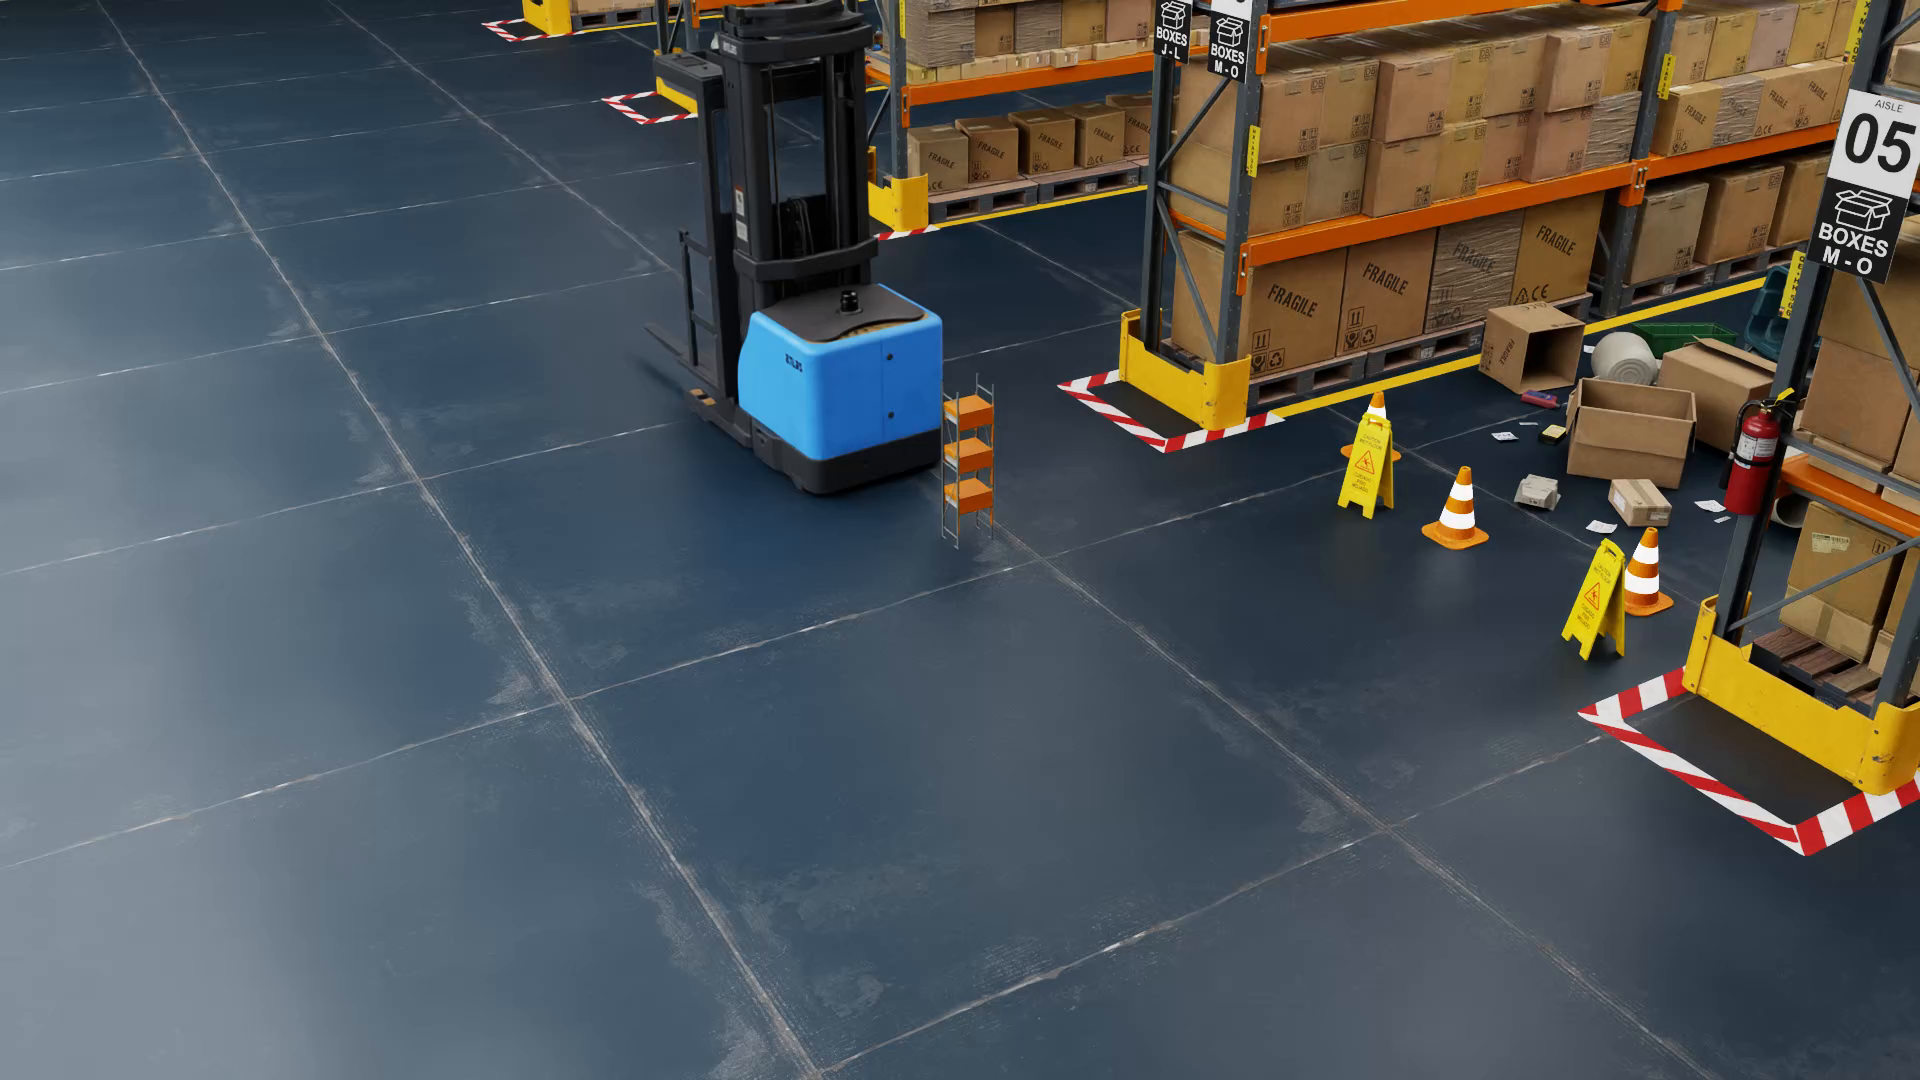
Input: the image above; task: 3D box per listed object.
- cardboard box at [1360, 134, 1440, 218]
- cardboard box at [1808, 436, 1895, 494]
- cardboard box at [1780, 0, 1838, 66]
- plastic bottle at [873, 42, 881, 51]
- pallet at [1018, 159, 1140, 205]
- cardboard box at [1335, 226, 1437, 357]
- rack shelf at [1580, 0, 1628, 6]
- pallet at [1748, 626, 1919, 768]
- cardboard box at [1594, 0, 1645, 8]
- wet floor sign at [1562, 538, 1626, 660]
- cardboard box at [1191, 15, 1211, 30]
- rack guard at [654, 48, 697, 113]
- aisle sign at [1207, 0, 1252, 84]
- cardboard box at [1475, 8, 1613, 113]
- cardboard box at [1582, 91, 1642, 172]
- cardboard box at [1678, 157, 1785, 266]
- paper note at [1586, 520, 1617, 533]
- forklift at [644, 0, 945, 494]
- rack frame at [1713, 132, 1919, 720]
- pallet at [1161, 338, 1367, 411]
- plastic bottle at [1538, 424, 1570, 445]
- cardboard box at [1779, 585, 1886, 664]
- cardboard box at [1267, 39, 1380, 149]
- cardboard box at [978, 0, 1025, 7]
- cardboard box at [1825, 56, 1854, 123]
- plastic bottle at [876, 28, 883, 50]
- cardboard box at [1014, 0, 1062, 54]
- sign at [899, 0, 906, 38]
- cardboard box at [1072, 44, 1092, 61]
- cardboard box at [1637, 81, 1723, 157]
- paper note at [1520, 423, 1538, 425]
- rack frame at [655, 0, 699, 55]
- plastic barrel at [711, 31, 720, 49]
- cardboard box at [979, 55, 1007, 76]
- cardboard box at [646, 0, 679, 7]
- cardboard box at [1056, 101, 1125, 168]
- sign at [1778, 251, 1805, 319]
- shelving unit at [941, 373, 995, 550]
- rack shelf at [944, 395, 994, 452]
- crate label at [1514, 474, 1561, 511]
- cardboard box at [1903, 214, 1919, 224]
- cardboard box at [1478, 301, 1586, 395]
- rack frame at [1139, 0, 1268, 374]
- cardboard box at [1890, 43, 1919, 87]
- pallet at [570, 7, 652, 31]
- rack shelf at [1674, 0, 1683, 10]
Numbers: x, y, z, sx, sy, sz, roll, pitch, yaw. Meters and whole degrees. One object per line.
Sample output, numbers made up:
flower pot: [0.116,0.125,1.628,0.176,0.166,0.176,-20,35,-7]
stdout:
cardboard box: [2.947,-2.765,12.099,0.550,0.550,0.875,-16,33,-26]
cardboard box: [4.450,-0.395,8.219,0.250,0.149,0.380,-15,32,-25]
cardboard box: [6.829,-4.319,13.932,0.500,0.500,0.700,-16,33,-27]
plastic bottle: [-1.017,-5.986,20.458,0.097,0.271,0.097,0,29,0]
pallet: [1.050,-3.731,16.890,1.213,0.211,1.003,-16,33,-26]
cardboard box: [2.950,-2.025,12.677,0.875,0.875,0.875,-16,33,-27]
rack shelf: [7.837,-6.585,19.921,4.000,0.370,1.077,-16,33,-26]
pallet: [5.020,0.694,8.872,1.213,0.211,1.003,-16,33,-26]
cardboard box: [7.490,-6.039,19.952,0.875,0.875,1.225,-16,33,-26]
wet floor sign: [3.530,0.308,9.123,0.232,0.644,0.267,-5,29,-9]
cardboard box: [2.244,-5.521,16.837,0.500,0.500,0.875,-16,33,-26]
rack guard: [-3.252,-5.459,19.723,0.348,0.500,1.175,-16,33,-26]
aisle sign: [1.732,-3.357,10.636,0.004,0.787,0.394,-16,33,-26]
cardboard box: [4.339,-3.620,12.530,0.550,0.550,0.875,-16,33,-26]
cardboard box: [4.777,-3.311,13.088,0.550,0.550,0.875,-16,33,-26]
cardboard box: [6.413,-2.963,14.507,0.750,0.750,1.050,-16,33,-26]
paper note: [4.042,-0.085,10.470,0.148,0.019,0.142,22,36,34]
forklift: [-1.336,-2.245,11.383,1.130,2.935,3.031,-18,34,-29]
rack frame: [4.236,-0.324,7.831,0.127,3.000,1.000,-16,33,-26]
pallet: [2.291,-1.369,12.610,1.213,0.211,1.003,-16,33,-26]
plastic bottle: [4.165,-0.748,11.641,0.133,0.061,0.283,22,36,34]
cardboard box: [4.817,0.380,8.966,0.500,0.250,0.500,-16,33,-27]
cardboard box: [2.408,-3.147,11.674,0.550,0.550,0.875,-16,33,-26]
cardboard box: [0.262,-5.205,15.228,0.500,0.500,0.500,-16,33,-26]
cardboard box: [7.424,-3.897,14.202,0.500,0.500,0.500,-16,33,-27]
plastic bottle: [-1.022,-6.370,21.155,0.097,0.271,0.097,0,29,0]
cardboard box: [0.526,-5.026,15.940,0.500,0.500,0.875,-16,33,-26]
sign: [-0.510,-4.605,14.693,0.005,0.325,0.100,-16,33,-26]
cardboard box: [1.072,-4.756,16.122,0.250,0.149,0.380,-16,33,-26]
cardboard box: [5.679,-3.401,13.303,0.500,0.500,0.500,-15,32,-26]
paper note: [4.049,-0.828,11.838,0.123,0.001,0.032,0,29,0]
rack frame: [-3.294,-6.516,19.050,0.127,3.000,1.000,-16,33,-26]
plastic barrel: [-2.765,-5.803,19.899,0.421,0.512,0.421,0,29,0]
cardboard box: [0.235,-4.491,15.641,0.250,0.149,0.380,-16,33,-26]
cardboard box: [-4.365,-7.845,23.870,0.500,0.250,0.500,-16,33,-26]
cardboard box: [1.313,-4.112,16.846,0.500,0.500,0.500,-19,34,-31]
sign: [3.972,-1.205,7.902,0.005,0.325,0.100,-16,33,-26]
shelving unit: [0.046,-0.473,10.118,0.252,1.050,0.215,-16,33,-26]
rack shelf: [0.046,-0.712,9.986,0.240,0.259,0.215,-16,33,-26]
crate label: [3.744,-0.311,10.769,0.250,0.136,0.298,15,32,26]
cardboard box: [5.006,-1.272,8.103,0.500,0.500,0.700,-16,32,-26]
cardboard box: [4.271,-1.440,12.437,0.500,0.500,0.500,-10,30,-18]
rack frame: [1.641,-2.361,11.522,0.127,3.000,1.000,-16,33,-26]
cardboard box: [4.378,-2.082,7.347,0.250,0.149,0.380,-16,32,-26]
pallet: [-5.162,-7.564,23.835,1.213,0.211,1.003,-16,33,-26]
rack shelf: [6.814,-4.828,13.633,4.000,0.370,1.077,-16,33,-26]
